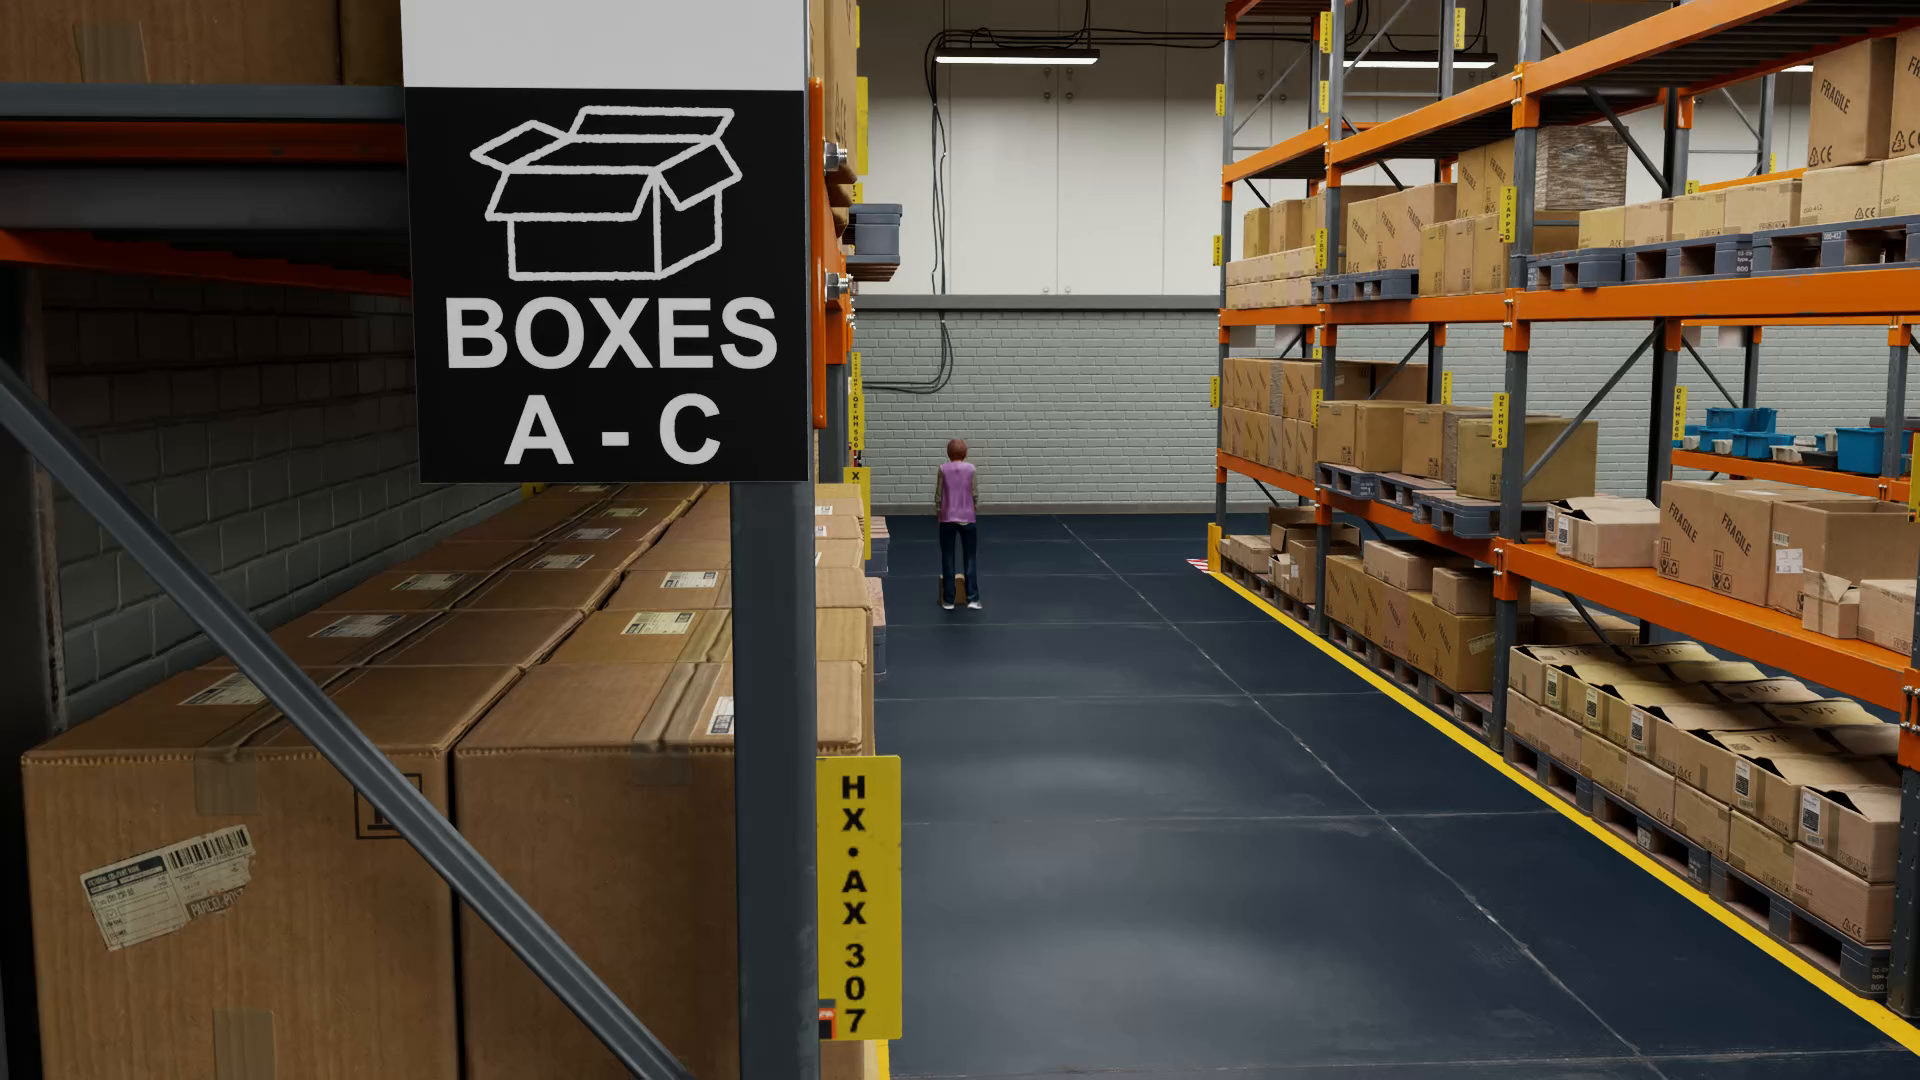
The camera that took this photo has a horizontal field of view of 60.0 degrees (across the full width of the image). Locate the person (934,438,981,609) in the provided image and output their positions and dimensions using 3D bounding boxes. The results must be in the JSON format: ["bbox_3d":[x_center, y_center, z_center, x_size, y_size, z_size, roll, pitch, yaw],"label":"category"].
[{"bbox_3d":[-0.016,-0.135,15.473,0.446,1.625,0.357,0,7,-4],"label":"person"}]
